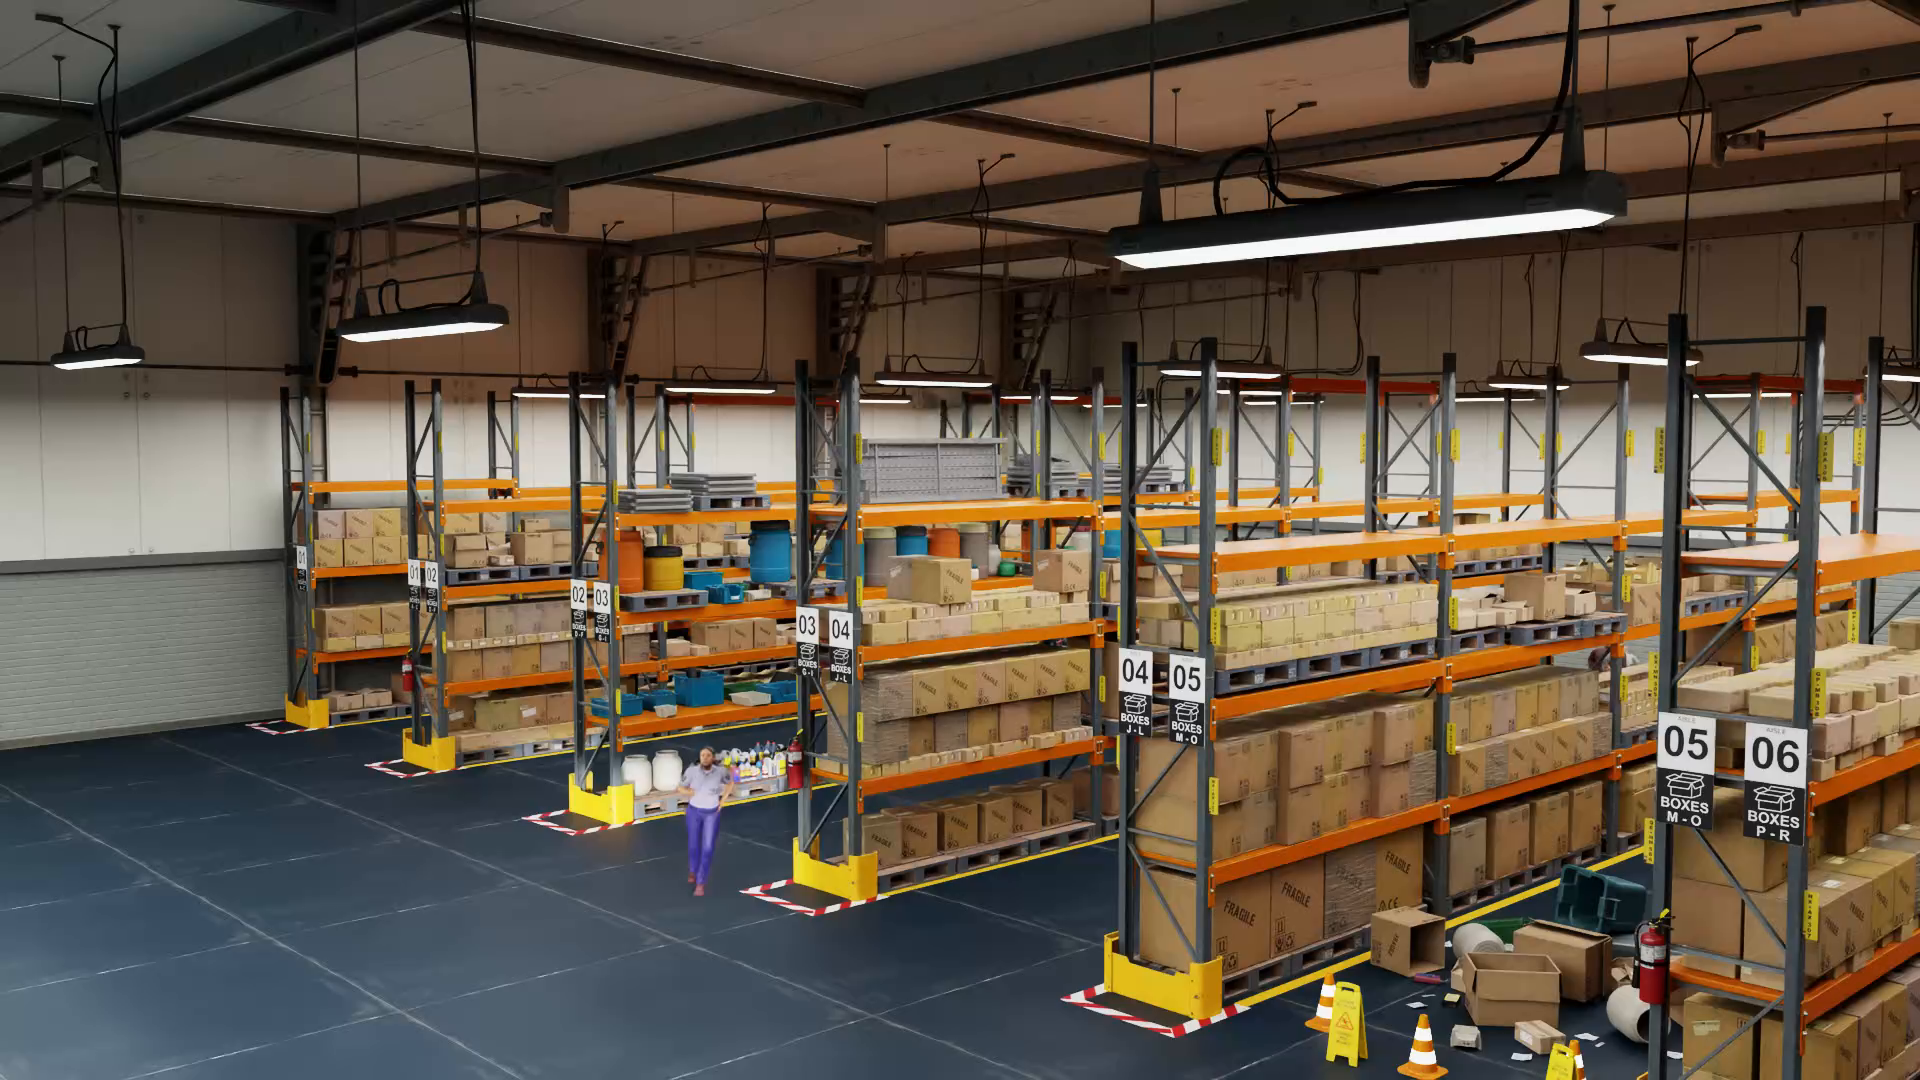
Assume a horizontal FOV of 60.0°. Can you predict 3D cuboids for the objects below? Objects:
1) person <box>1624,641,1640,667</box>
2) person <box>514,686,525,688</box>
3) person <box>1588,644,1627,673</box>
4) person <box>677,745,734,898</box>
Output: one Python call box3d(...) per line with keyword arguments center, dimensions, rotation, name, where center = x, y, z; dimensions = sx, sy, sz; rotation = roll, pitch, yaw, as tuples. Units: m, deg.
box3d(center=(11.593, 2.536, 28.969), dimensions=(0.627, 1.610, 0.540), rotation=(-1, 4, -8), name="person")
box3d(center=(-7.599, 2.484, 28.818), dimensions=(1.007, 1.789, 0.626), rotation=(-3, 5, -43), name="person")
box3d(center=(10.867, 2.489, 27.956), dimensions=(0.672, 1.849, 0.858), rotation=(2, 4, 29), name="person")
box3d(center=(-2.877, 3.158, 18.800), dimensions=(0.604, 1.709, 0.733), rotation=(0, 4, 2), name="person")
